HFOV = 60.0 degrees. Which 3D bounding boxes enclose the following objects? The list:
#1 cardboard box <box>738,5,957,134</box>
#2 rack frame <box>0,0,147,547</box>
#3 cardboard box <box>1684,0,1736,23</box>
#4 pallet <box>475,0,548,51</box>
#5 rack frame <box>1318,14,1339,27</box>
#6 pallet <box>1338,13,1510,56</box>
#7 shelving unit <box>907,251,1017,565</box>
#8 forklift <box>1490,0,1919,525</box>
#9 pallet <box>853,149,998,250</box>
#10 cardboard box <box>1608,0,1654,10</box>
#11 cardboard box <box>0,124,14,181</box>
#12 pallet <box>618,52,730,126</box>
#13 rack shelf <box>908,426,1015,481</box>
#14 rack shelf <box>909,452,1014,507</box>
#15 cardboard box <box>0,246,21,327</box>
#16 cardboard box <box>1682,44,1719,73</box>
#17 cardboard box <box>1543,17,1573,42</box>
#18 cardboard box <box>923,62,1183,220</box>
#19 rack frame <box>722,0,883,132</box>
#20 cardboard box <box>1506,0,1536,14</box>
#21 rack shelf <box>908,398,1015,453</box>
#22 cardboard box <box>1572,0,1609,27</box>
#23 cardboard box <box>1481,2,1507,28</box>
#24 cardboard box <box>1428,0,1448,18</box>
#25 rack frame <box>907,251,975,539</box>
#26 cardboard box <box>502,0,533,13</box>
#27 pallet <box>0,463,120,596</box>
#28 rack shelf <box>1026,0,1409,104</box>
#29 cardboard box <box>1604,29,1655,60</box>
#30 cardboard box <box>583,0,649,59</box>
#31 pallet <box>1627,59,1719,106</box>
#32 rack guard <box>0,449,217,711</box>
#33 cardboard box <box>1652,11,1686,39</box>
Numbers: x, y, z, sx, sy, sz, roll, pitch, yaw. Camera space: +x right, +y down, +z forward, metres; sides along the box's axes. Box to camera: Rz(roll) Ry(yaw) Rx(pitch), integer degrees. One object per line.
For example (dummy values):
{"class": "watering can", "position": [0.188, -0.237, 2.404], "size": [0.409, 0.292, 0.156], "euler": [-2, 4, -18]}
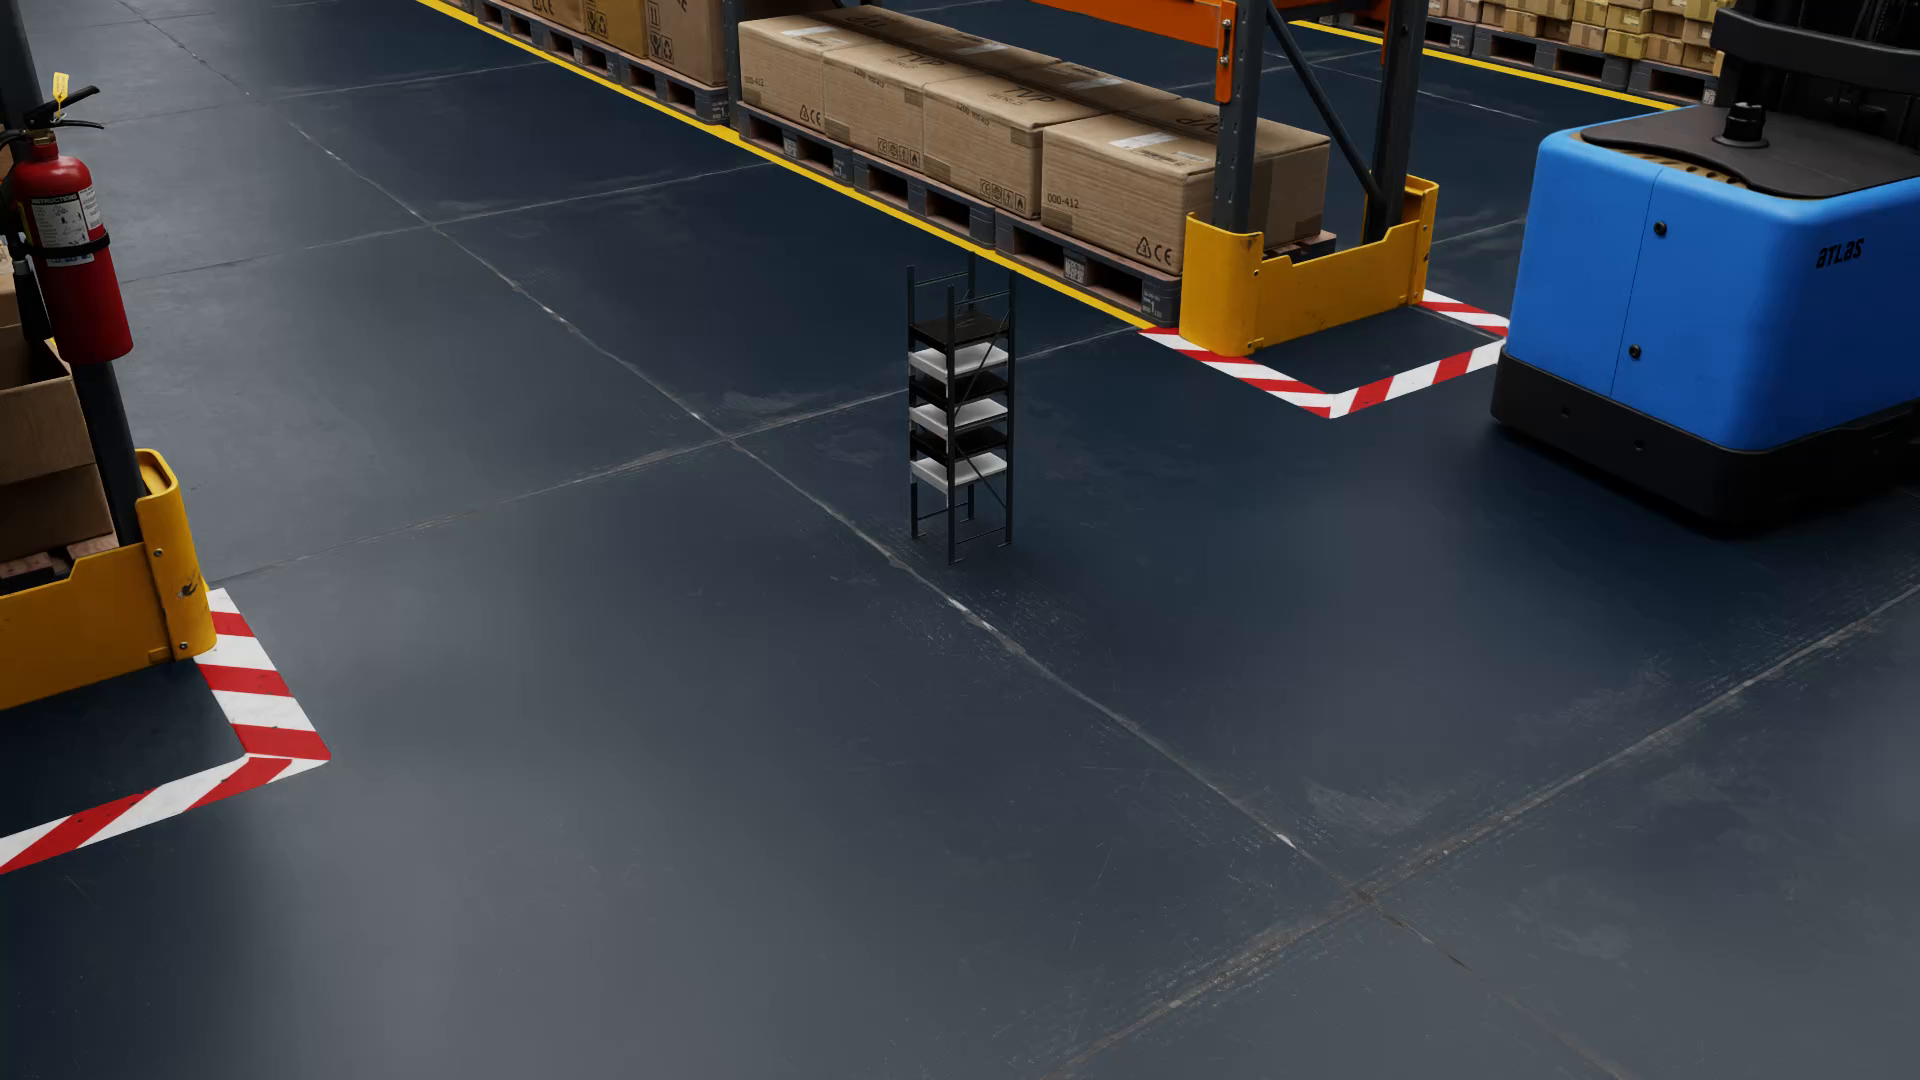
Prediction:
{"class": "cardboard box", "position": [-0.614, -2.605, 9.149], "size": [0.875, 0.438, 0.875], "euler": [-19, 34, -31]}
{"class": "rack frame", "position": [-2.612, -0.890, 3.745], "size": [1.000, 3.000, 0.127], "euler": [-19, 34, -31]}
{"class": "cardboard box", "position": [4.536, -3.183, 9.891], "size": [0.380, 0.149, 0.250], "euler": [-20, 34, -32]}
{"class": "pallet", "position": [-2.816, -3.823, 12.067], "size": [1.003, 0.211, 1.213], "euler": [-19, 34, -31]}
{"class": "rack frame", "position": [3.082, -5.230, 11.737], "size": [1.000, 3.000, 0.127], "euler": [-19, 34, -31]}
{"class": "pallet", "position": [3.501, -3.753, 11.940], "size": [1.003, 0.211, 1.213], "euler": [-19, 34, -31]}
{"class": "shelving unit", "position": [0.005, -0.392, 5.029], "size": [0.258, 0.900, 0.210], "euler": [-19, 34, -31]}
{"class": "forklift", "position": [3.421, -1.844, 5.575], "size": [3.031, 2.935, 1.130], "euler": [-16, 32, -27]}
{"class": "pallet", "position": [0.198, -1.803, 8.349], "size": [1.003, 0.211, 1.213], "euler": [-19, 34, -31]}
{"class": "cardboard box", "position": [4.237, -3.390, 10.273], "size": [0.380, 0.149, 0.250], "euler": [-17, 33, -29]}
{"class": "cardboard box", "position": [-2.579, -0.983, 4.180], "size": [0.380, 0.149, 0.250], "euler": [-19, 34, -31]}
{"class": "pallet", "position": [-1.400, -2.874, 10.321], "size": [1.003, 0.211, 1.213], "euler": [-19, 34, -31]}
{"class": "rack shelf", "position": [0.005, -0.284, 5.088], "size": [0.258, 0.077, 0.200], "euler": [-19, 34, -31]}
{"class": "rack shelf", "position": [0.005, -0.205, 5.131], "size": [0.258, 0.077, 0.200], "euler": [-19, 34, -31]}
{"class": "cardboard box", "position": [-3.354, -0.583, 5.359], "size": [0.700, 0.500, 0.500], "euler": [-17, 33, -29]}
{"class": "cardboard box", "position": [4.613, -2.952, 10.090], "size": [0.380, 0.149, 0.250], "euler": [-19, 34, -31]}
{"class": "cardboard box", "position": [4.032, -3.357, 10.836], "size": [0.380, 0.149, 0.250], "euler": [-18, 33, -29]}
{"class": "cardboard box", "position": [0.427, -1.906, 7.862], "size": [0.875, 0.438, 0.875], "euler": [-18, 33, -29]}
{"class": "rack frame", "position": [-0.891, -3.820, 9.141], "size": [1.000, 3.000, 0.127], "euler": [-19, 34, -31]}
{"class": "cardboard box", "position": [3.812, -3.570, 10.916], "size": [0.380, 0.149, 0.250], "euler": [-19, 34, -31]}
{"class": "rack shelf", "position": [0.005, -0.363, 5.045], "size": [0.258, 0.077, 0.200], "euler": [-19, 34, -31]}
{"class": "cardboard box", "position": [4.117, -3.368, 10.543], "size": [0.380, 0.149, 0.250], "euler": [-17, 33, -28]}
{"class": "cardboard box", "position": [3.745, -3.566, 11.220], "size": [0.380, 0.149, 0.250], "euler": [-20, 35, -33]}
{"class": "cardboard box", "position": [3.373, -3.745, 11.551], "size": [0.380, 0.149, 0.250], "euler": [-19, 34, -31]}
{"class": "rack frame", "position": [-0.054, -0.432, 5.102], "size": [0.240, 0.900, 0.006], "euler": [-19, 34, -31]}
{"class": "cardboard box", "position": [-2.878, -4.335, 11.875], "size": [0.875, 0.875, 0.875], "euler": [-19, 34, -31]}
{"class": "pallet", "position": [-3.119, -0.003, 5.035], "size": [1.003, 0.211, 1.213], "euler": [-19, 34, -31]}
{"class": "rack shelf", "position": [0.269, -2.727, 7.881], "size": [1.077, 0.370, 4.000], "euler": [-19, 34, -31]}
{"class": "cardboard box", "position": [4.260, -3.126, 10.410], "size": [0.380, 0.149, 0.250], "euler": [-20, 35, -33]}
{"class": "cardboard box", "position": [-1.846, -3.639, 10.594], "size": [0.875, 0.875, 0.875], "euler": [-18, 33, -29]}
{"class": "pallet", "position": [4.916, -2.805, 10.193], "size": [1.003, 0.211, 1.213], "euler": [-19, 34, -31]}
{"class": "rack guard", "position": [-2.656, 0.179, 4.396], "size": [1.175, 0.500, 0.348], "euler": [-19, 34, -31]}
{"class": "cardboard box", "position": [4.489, -3.198, 10.231], "size": [0.380, 0.149, 0.250], "euler": [-19, 34, -31]}
